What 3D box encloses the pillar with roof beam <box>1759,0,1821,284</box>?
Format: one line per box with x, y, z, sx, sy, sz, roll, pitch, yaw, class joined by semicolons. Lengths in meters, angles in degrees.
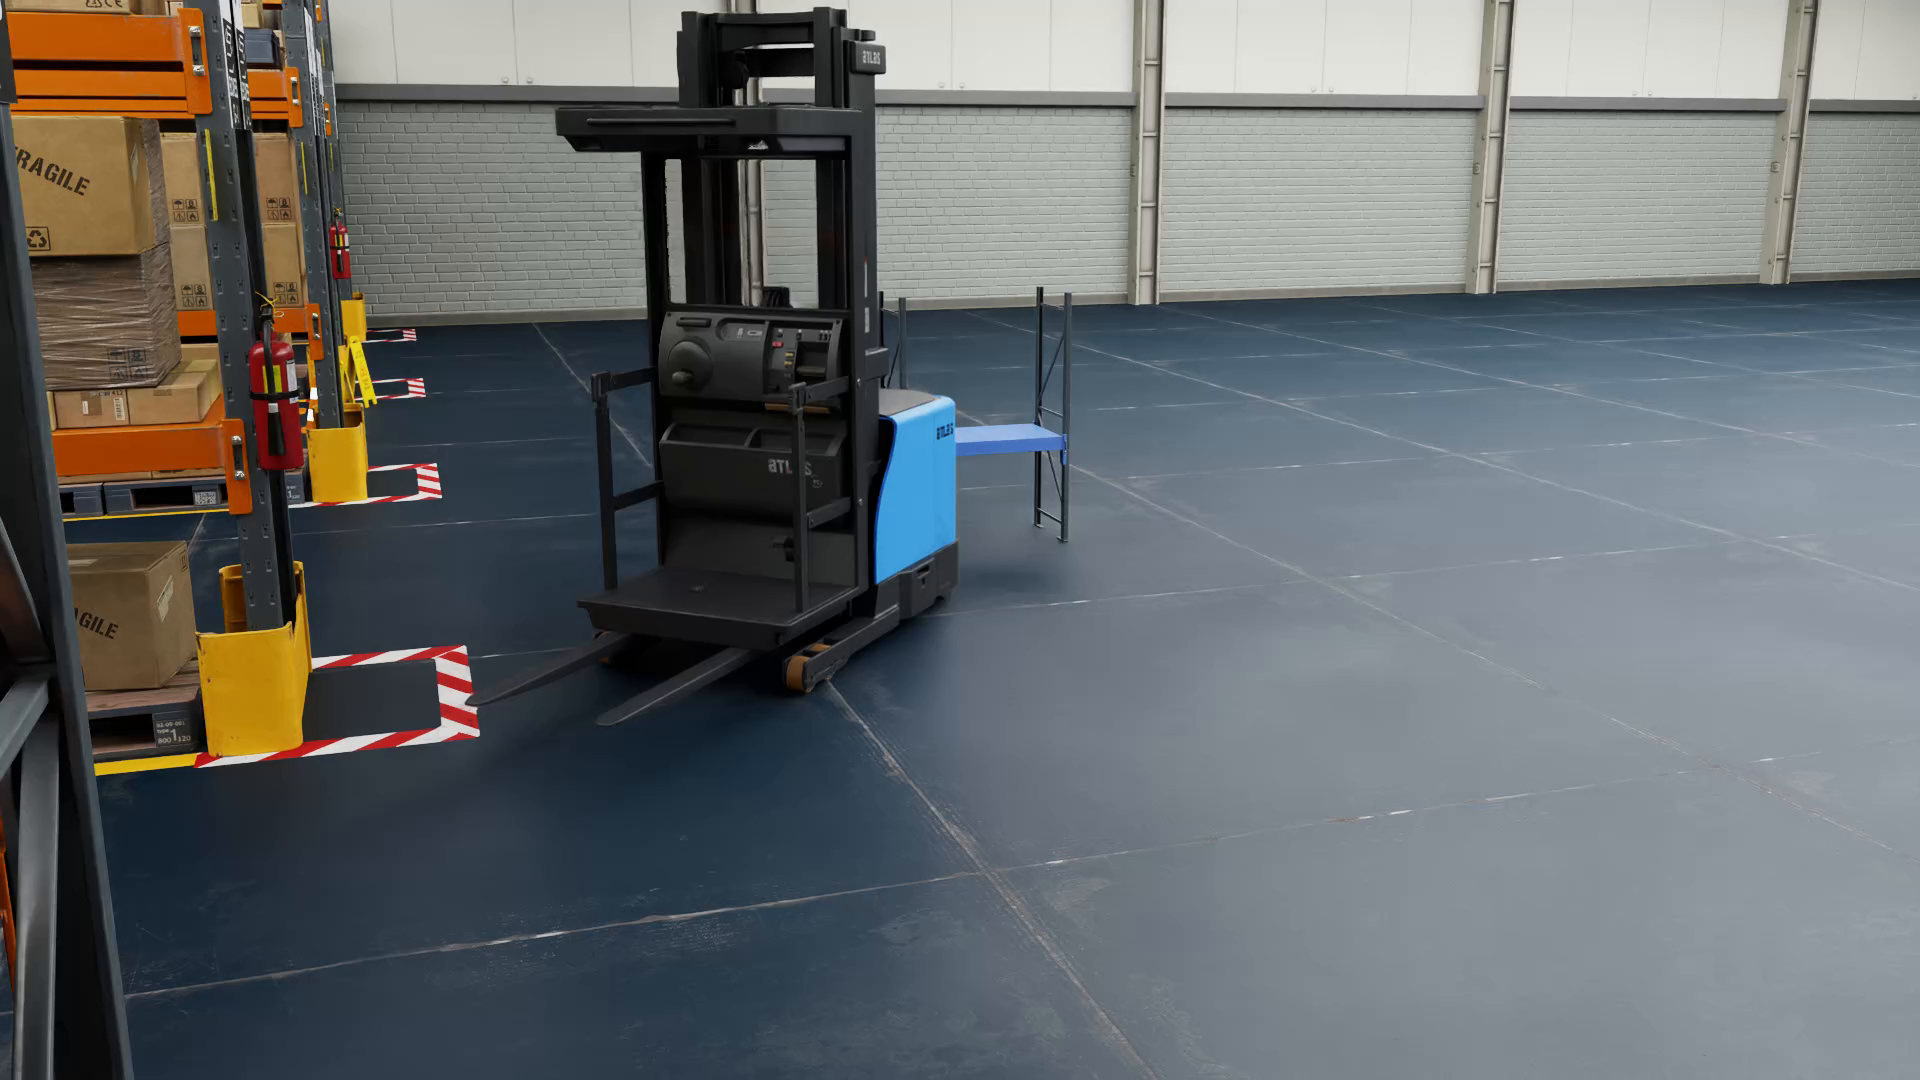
15.519;-7.899;23.905;0.400;9.000;9.100;-4;14;-18;pillar with roof beam

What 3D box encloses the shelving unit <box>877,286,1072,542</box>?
0.081;-0.736;9.996;1.048;1.500;0.538;-4;14;-18;shelving unit

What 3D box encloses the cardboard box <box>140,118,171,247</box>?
-3.514;-1.444;6.713;0.500;0.500;0.500;-4;14;-18;cardboard box

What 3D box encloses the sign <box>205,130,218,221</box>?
-2.748;-1.339;6.106;0.005;0.325;0.100;-4;14;-18;sign

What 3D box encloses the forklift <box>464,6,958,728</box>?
-1.045;-0.863;7.437;1.130;2.935;3.031;6;14;22;forklift

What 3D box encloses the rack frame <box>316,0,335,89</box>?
-7.653;-6.926;19.813;0.127;3.000;1.000;-4;14;-18;rack frame

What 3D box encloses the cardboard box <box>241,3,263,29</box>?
-4.599;-3.332;10.605;0.250;0.149;0.380;-4;14;-18;cardboard box

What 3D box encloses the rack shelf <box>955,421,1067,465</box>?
0.081;-0.561;10.037;1.000;0.185;0.538;-4;14;-18;rack shelf

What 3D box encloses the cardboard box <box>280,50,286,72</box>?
-6.628;-4.471;15.657;0.500;0.250;0.500;-5;14;-19;cardboard box

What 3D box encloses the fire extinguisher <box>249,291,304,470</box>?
-2.650;-0.615;6.414;0.183;0.674;0.296;-4;14;-18;fire extinguisher

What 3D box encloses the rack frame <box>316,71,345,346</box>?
-6.066;-2.919;15.932;0.127;3.000;1.000;-4;14;-18;rack frame

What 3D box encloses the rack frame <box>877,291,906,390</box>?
-0.401;-0.698;9.838;0.032;1.500;0.500;-4;14;-18;rack frame

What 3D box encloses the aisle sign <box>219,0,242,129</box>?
-2.751;-1.949;6.236;0.004;0.787;0.394;-4;14;-18;aisle sign

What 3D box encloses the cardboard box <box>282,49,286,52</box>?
-6.468;-4.662;15.599;0.250;0.149;0.380;-5;14;-18;cardboard box

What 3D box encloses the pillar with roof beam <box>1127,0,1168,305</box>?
4.146;-7.014;20.182;0.400;9.000;9.100;-4;14;-18;pillar with roof beam

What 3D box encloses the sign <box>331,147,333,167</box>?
-7.493;-4.566;19.841;0.005;0.325;0.100;-4;14;-18;sign

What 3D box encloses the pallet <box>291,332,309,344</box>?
-8.364;-2.585;20.554;1.213;0.211;1.003;-4;14;-18;pallet

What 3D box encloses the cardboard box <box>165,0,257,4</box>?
-4.767;-3.527;10.565;0.500;0.250;0.500;-4;14;-17;cardboard box

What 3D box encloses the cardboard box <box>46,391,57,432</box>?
-3.568;-0.509;6.342;0.250;0.149;0.380;-4;14;-18;cardboard box

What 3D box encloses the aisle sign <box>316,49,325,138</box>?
-5.915;-4.125;15.383;0.004;0.787;0.394;-4;14;-18;aisle sign

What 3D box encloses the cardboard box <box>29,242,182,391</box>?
-3.436;-0.904;6.603;0.500;0.500;0.875;-4;14;-18;cardboard box

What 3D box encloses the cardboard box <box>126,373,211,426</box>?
-3.110;-0.557;6.545;0.250;0.149;0.380;-4;14;-18;cardboard box

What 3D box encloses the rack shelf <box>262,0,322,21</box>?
-9.549;-6.234;19.322;4.000;0.370;1.077;-4;14;-18;rack shelf

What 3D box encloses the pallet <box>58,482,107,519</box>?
-6.279;-0.319;11.026;1.213;0.211;1.003;-4;14;-18;pallet

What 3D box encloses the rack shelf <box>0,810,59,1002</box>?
-3.222;0.839;1.690;4.000;0.370;1.077;-4;14;-18;rack shelf

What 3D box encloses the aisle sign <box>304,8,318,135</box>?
-4.229;-3.045;10.844;0.004;0.787;0.394;-4;14;-18;aisle sign

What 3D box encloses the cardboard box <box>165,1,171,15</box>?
-5.081;-3.294;10.447;0.250;0.149;0.380;-4;14;-17;cardboard box

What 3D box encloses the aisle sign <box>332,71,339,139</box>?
-7.497;-5.212;19.956;0.004;0.787;0.394;-4;14;-18;aisle sign

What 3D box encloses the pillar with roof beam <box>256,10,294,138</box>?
-7.227;-6.128;16.459;0.400;9.000;9.100;-4;14;-18;pillar with roof beam

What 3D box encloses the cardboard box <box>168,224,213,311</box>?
-5.243;-1.831;11.034;0.550;0.550;0.875;-4;14;-18;cardboard box

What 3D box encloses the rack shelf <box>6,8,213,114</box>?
-4.801;-1.707;5.910;4.000;0.370;1.077;-4;14;-18;rack shelf

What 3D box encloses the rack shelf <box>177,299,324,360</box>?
-6.287;-1.343;10.862;4.000;0.370;1.077;-4;14;-18;rack shelf

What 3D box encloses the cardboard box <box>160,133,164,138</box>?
-7.414;-3.417;15.007;0.500;0.500;0.700;-5;14;-19;cardboard box

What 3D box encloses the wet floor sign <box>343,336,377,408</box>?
-5.545;-1.553;15.277;0.232;0.644;0.267;0;13;1;wet floor sign

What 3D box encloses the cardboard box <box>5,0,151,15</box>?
-3.282;-2.040;6.081;0.500;0.250;0.500;-4;14;-17;cardboard box

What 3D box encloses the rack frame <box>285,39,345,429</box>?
-4.392;-1.841;11.399;0.127;3.000;1.000;-4;14;-18;rack frame

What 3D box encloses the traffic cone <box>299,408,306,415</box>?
-6.063;-1.370;14.902;0.334;0.463;0.336;-4;14;-18;traffic cone

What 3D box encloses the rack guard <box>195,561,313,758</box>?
-2.978;0.476;7.060;0.348;0.500;1.175;-4;14;-18;rack guard

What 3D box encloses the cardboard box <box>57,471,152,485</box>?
-5.847;-0.881;11.050;0.875;0.875;0.875;-5;14;-19;cardboard box

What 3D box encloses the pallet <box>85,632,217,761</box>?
-3.759;0.669;6.874;1.213;0.211;1.003;-4;14;-18;pallet

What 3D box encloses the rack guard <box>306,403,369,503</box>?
-4.369;-0.626;11.696;0.348;0.500;1.175;-4;14;-18;rack guard

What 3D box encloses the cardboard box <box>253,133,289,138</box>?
-6.481;-3.513;15.410;0.500;0.500;0.700;-5;14;-19;cardboard box

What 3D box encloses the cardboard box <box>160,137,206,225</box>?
-5.248;-2.359;10.921;0.550;0.550;0.875;-4;14;-18;cardboard box
